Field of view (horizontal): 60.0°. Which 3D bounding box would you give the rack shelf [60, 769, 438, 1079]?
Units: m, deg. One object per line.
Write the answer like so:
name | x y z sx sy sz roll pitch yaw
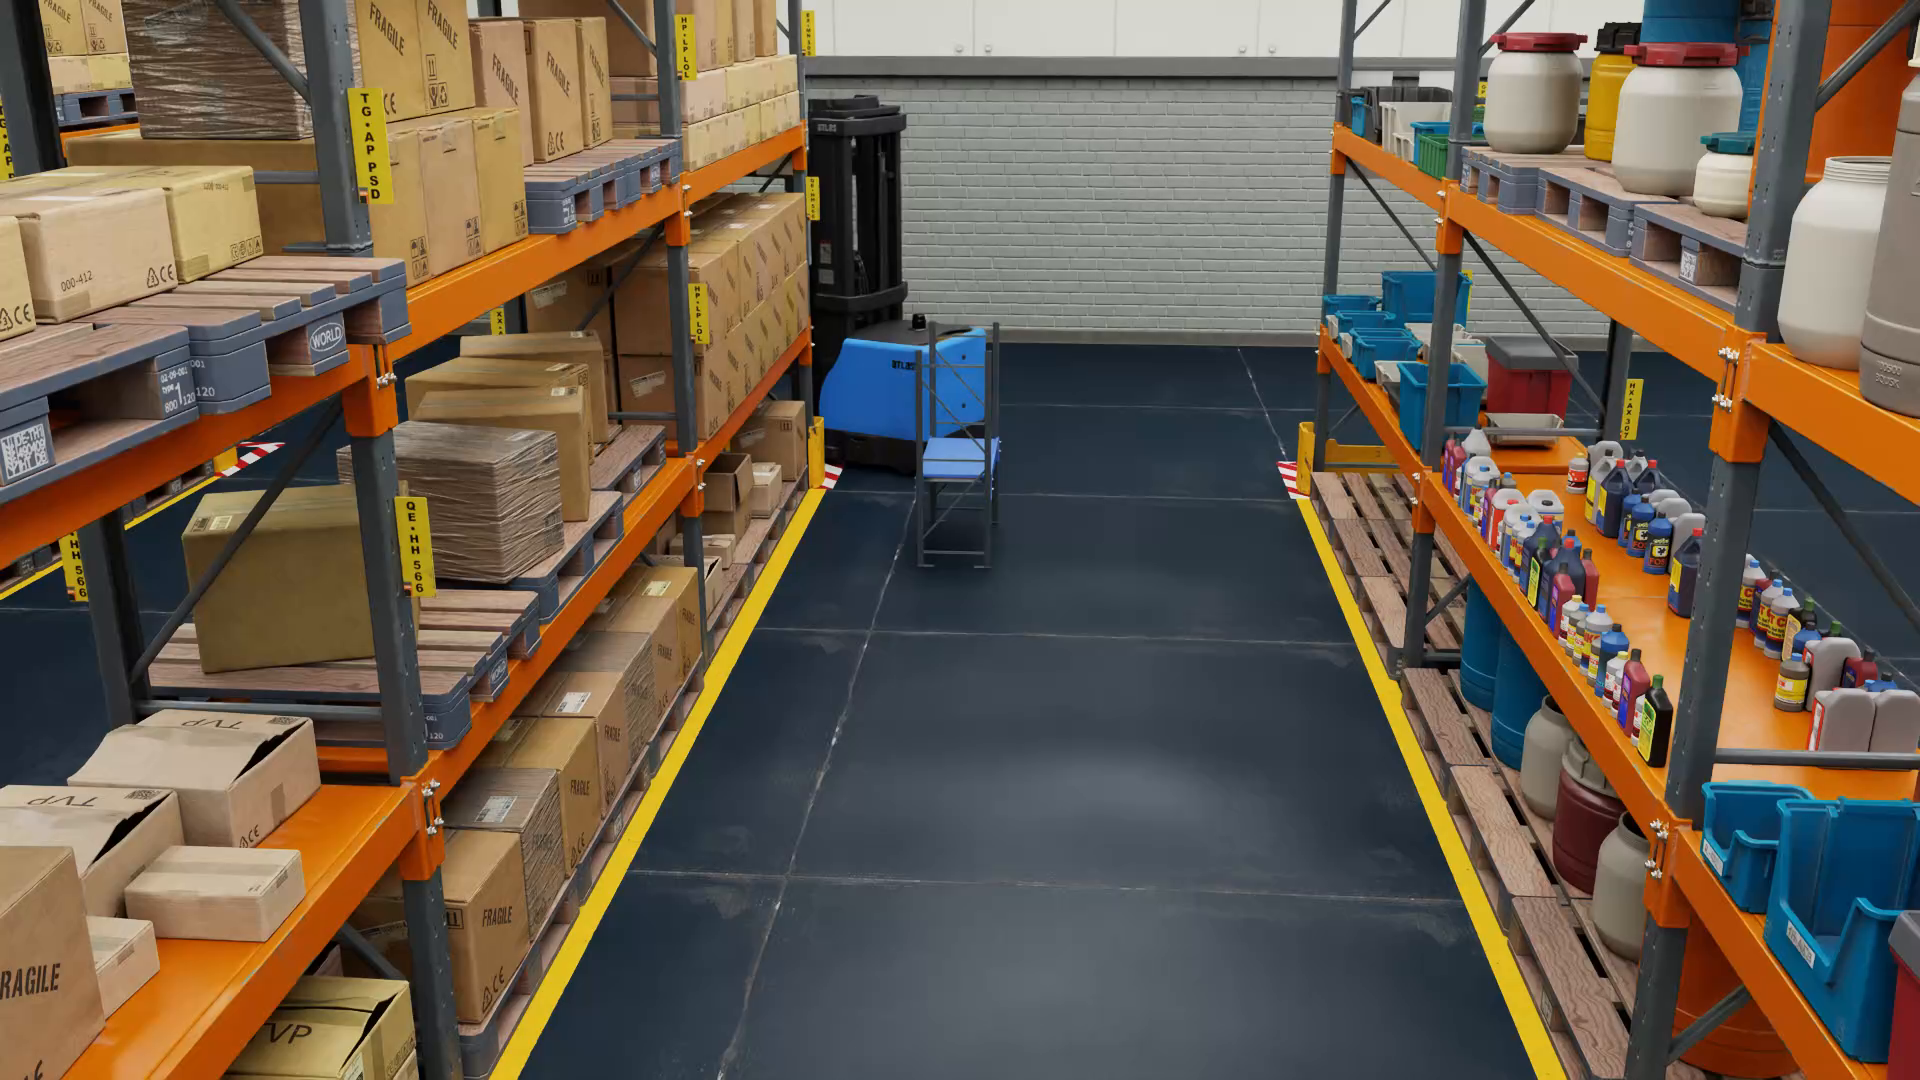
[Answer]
rack shelf | -2.391 1.525 3.607 1.077 0.370 4.000 1 18 4

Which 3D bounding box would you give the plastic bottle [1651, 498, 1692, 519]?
plastic bottle | 3.201 -0.068 7.513 0.152 0.276 0.135 1 18 4

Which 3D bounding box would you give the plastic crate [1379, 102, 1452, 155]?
plastic crate | 2.799 -2.499 10.104 0.437 0.282 0.530 1 18 4

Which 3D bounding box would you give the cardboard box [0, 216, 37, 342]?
cardboard box | -2.296 -0.509 3.408 0.500 0.250 0.500 1 18 3

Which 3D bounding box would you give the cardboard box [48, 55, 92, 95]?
cardboard box | -6.440 -3.238 11.577 0.500 0.250 0.500 1 18 2

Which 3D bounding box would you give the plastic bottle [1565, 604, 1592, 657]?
plastic bottle | 2.381 0.345 6.373 0.097 0.201 0.097 0 18 0

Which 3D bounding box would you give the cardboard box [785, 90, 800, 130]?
cardboard box | -1.448 -3.111 12.025 0.500 0.250 0.500 1 18 4

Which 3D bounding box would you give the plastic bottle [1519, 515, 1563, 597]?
plastic bottle | 2.453 0.060 7.003 0.144 0.351 0.185 1 18 4

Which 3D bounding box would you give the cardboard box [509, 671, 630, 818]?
cardboard box | -1.825 0.925 7.590 0.500 0.500 0.500 1 18 2

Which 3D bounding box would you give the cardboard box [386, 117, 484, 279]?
cardboard box | -2.214 -1.206 5.807 0.910 0.500 0.500 1 18 4

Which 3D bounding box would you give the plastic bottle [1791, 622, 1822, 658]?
plastic bottle | 3.054 0.427 6.008 0.097 0.271 0.097 0 18 0

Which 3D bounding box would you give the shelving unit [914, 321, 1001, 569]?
shelving unit | -0.006 -0.686 11.609 0.538 1.500 1.048 1 18 4

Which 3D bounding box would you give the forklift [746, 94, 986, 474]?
forklift | -1.303 -2.243 14.062 3.031 2.935 1.130 10 21 28

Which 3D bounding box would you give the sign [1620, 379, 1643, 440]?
sign | 3.528 -0.687 8.758 0.100 0.325 0.005 1 18 4

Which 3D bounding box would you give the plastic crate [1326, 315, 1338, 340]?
plastic crate | 2.814 -1.547 12.154 0.250 0.136 0.298 1 18 4

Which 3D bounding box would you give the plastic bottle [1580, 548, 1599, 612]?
plastic bottle | 2.535 0.185 6.729 0.061 0.283 0.133 1 18 4

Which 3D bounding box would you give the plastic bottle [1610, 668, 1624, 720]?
plastic bottle | 2.339 0.526 5.820 0.097 0.201 0.097 0 18 0

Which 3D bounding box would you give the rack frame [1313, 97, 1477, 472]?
rack frame | 3.266 -1.811 12.632 1.000 3.000 0.127 1 18 4

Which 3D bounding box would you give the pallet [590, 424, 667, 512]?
pallet | -2.128 -0.343 8.462 1.003 0.211 1.213 1 18 4

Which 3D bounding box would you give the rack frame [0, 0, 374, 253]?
rack frame | -2.248 -2.289 4.456 1.000 3.000 0.127 1 18 4

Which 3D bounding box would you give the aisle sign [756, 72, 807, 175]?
aisle sign | -1.364 -3.172 12.612 0.394 0.787 0.004 1 18 4

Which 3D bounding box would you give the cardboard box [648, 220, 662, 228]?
cardboard box | -2.076 -1.838 10.948 0.500 0.500 0.500 1 18 3

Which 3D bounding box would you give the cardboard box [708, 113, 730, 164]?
cardboard box | -1.640 -2.335 9.656 0.500 0.250 0.500 1 18 4

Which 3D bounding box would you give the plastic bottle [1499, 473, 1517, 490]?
plastic bottle | 2.665 -0.228 8.121 0.097 0.201 0.097 0 18 0

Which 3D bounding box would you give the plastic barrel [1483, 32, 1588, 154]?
plastic barrel | 2.691 -2.100 7.805 0.433 0.535 0.433 0 18 0

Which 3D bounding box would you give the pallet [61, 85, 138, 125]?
pallet | -6.659 -3.185 12.150 1.003 0.211 1.213 1 18 4

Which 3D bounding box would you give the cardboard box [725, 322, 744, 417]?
cardboard box | -1.620 -1.039 10.116 0.500 0.500 0.500 2 18 5

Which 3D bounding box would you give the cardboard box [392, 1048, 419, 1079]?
cardboard box | -2.043 1.838 5.238 0.500 0.250 0.500 2 18 5

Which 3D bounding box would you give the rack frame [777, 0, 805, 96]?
rack frame | -1.675 -4.773 12.039 1.000 3.000 0.127 1 18 4

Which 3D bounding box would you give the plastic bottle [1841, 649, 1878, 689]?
plastic bottle | 3.115 0.501 5.764 0.061 0.283 0.133 1 18 4

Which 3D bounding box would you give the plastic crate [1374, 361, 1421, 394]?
plastic crate | 2.804 -1.019 10.544 0.293 0.136 0.466 1 18 4

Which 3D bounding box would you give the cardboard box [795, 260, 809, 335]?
cardboard box | -1.435 -1.825 12.515 0.500 0.500 0.500 2 18 6

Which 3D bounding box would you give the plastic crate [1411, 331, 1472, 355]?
plastic crate | 3.353 -1.367 11.605 0.396 0.136 0.243 1 18 4

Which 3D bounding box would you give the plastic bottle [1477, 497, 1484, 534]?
plastic bottle | 2.490 -0.129 7.820 0.097 0.201 0.097 0 18 0

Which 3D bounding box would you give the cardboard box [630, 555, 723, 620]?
cardboard box | -1.716 0.263 9.915 0.500 0.311 0.500 1 18 4

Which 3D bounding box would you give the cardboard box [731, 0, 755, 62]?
cardboard box | -1.744 -3.400 10.897 0.700 0.500 0.500 1 18 4

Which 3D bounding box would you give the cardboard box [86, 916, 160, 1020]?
cardboard box | -2.283 1.079 4.217 0.380 0.149 0.250 3 18 8

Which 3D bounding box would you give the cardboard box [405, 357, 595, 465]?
cardboard box | -2.204 -0.570 8.011 0.700 0.500 0.500 4 19 13

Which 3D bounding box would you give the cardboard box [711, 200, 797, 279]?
cardboard box | -1.468 -2.144 11.882 0.500 0.500 0.500 2 18 5

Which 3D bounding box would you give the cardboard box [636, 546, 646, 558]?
cardboard box | -2.203 0.115 10.062 0.500 0.500 0.500 1 18 4

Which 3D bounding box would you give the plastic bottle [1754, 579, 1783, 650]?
plastic bottle | 3.148 0.285 6.442 0.097 0.271 0.097 0 18 0

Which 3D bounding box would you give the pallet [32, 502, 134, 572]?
pallet | -6.685 -0.079 11.825 1.003 0.211 1.213 1 18 4

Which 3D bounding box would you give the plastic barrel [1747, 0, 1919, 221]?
plastic barrel | 2.736 -1.332 4.988 0.600 0.830 0.708 1 18 4

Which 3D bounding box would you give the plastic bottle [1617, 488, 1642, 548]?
plastic bottle | 3.085 -0.105 7.632 0.097 0.271 0.097 0 18 0

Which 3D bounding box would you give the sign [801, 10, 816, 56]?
sign | -1.123 -3.750 12.311 0.100 0.325 0.005 1 18 4

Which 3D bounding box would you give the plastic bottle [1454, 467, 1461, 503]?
plastic bottle | 2.528 -0.292 8.316 0.097 0.201 0.097 0 18 0

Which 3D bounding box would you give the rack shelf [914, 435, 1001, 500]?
rack shelf | -0.006 -0.515 11.665 0.538 0.185 1.000 1 18 4

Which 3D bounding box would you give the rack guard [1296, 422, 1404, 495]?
rack guard | 3.254 -0.631 13.045 1.175 0.500 0.348 1 18 4

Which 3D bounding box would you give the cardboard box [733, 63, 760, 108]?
cardboard box | -1.562 -2.883 10.525 0.500 0.250 0.500 1 18 4

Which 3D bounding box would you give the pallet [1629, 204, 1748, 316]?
pallet | 2.845 -0.897 5.330 1.003 0.211 1.213 1 18 4

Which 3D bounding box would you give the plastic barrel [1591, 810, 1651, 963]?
plastic barrel | 2.662 1.327 6.378 0.421 0.512 0.421 0 18 0

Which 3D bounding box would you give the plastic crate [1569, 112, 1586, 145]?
plastic crate | 3.341 -2.312 9.553 0.497 0.269 0.590 1 18 4

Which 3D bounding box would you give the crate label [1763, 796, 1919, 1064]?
crate label | 2.351 0.960 4.121 0.502 0.435 0.616 1 18 4

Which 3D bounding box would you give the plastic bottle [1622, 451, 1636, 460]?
plastic bottle | 3.302 -0.311 8.241 0.061 0.283 0.133 1 18 4

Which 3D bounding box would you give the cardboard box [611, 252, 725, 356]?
cardboard box | -1.647 -1.343 9.438 0.500 0.500 0.500 2 18 5

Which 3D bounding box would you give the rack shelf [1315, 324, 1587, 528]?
rack shelf | 3.122 -0.848 10.848 1.077 0.370 4.000 1 18 4

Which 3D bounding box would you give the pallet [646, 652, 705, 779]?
pallet | -1.982 0.898 8.842 1.003 0.211 1.213 1 18 4

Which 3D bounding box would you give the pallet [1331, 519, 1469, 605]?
pallet | 3.078 0.147 11.134 1.003 0.211 1.213 1 18 4
